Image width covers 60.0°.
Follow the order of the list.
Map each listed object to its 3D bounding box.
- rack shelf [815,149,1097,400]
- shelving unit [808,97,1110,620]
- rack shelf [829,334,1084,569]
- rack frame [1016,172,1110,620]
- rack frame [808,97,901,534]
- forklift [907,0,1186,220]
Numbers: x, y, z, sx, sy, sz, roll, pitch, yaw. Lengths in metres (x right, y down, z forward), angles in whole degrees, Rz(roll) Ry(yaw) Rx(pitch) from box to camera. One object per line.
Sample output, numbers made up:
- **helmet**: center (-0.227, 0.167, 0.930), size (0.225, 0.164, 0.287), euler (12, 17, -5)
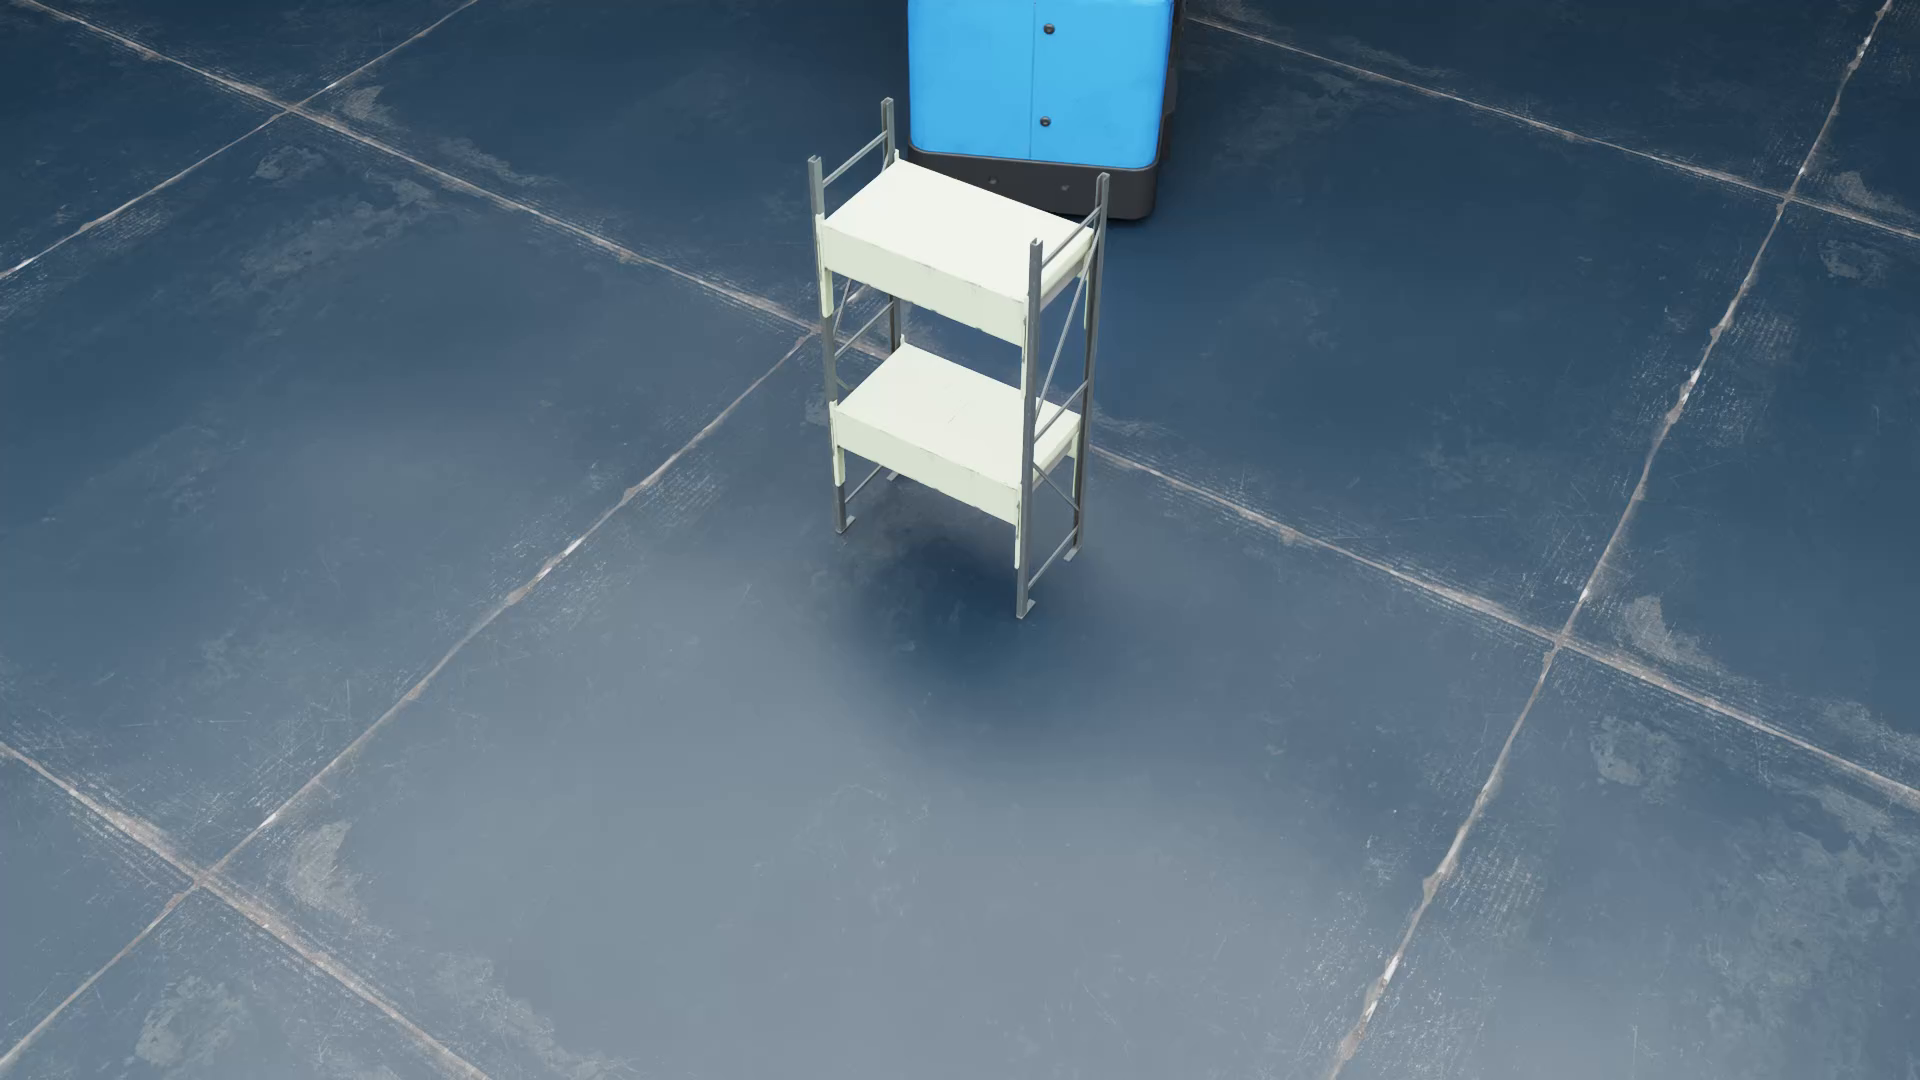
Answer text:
- **rack shelf**: center (-0.006, -0.797, 4.935), size (0.720, 0.370, 0.431), euler (25, 51, 22)
- **shelving unit**: center (-0.006, -0.525, 5.215), size (0.755, 1.500, 0.431), euler (25, 51, 22)
- **rack shelf**: center (-0.006, -0.298, 5.448), size (0.720, 0.370, 0.431), euler (25, 51, 22)
- **rack frame**: center (0.302, -0.384, 5.077), size (0.023, 1.500, 0.400), euler (25, 51, 22)
- **rack frame**: center (-0.314, -0.667, 5.352), size (0.023, 1.500, 0.400), euler (25, 51, 22)
- **forklift**: center (0.513, -3.430, 7.039), size (1.130, 2.935, 3.031), euler (6, 46, 6)
